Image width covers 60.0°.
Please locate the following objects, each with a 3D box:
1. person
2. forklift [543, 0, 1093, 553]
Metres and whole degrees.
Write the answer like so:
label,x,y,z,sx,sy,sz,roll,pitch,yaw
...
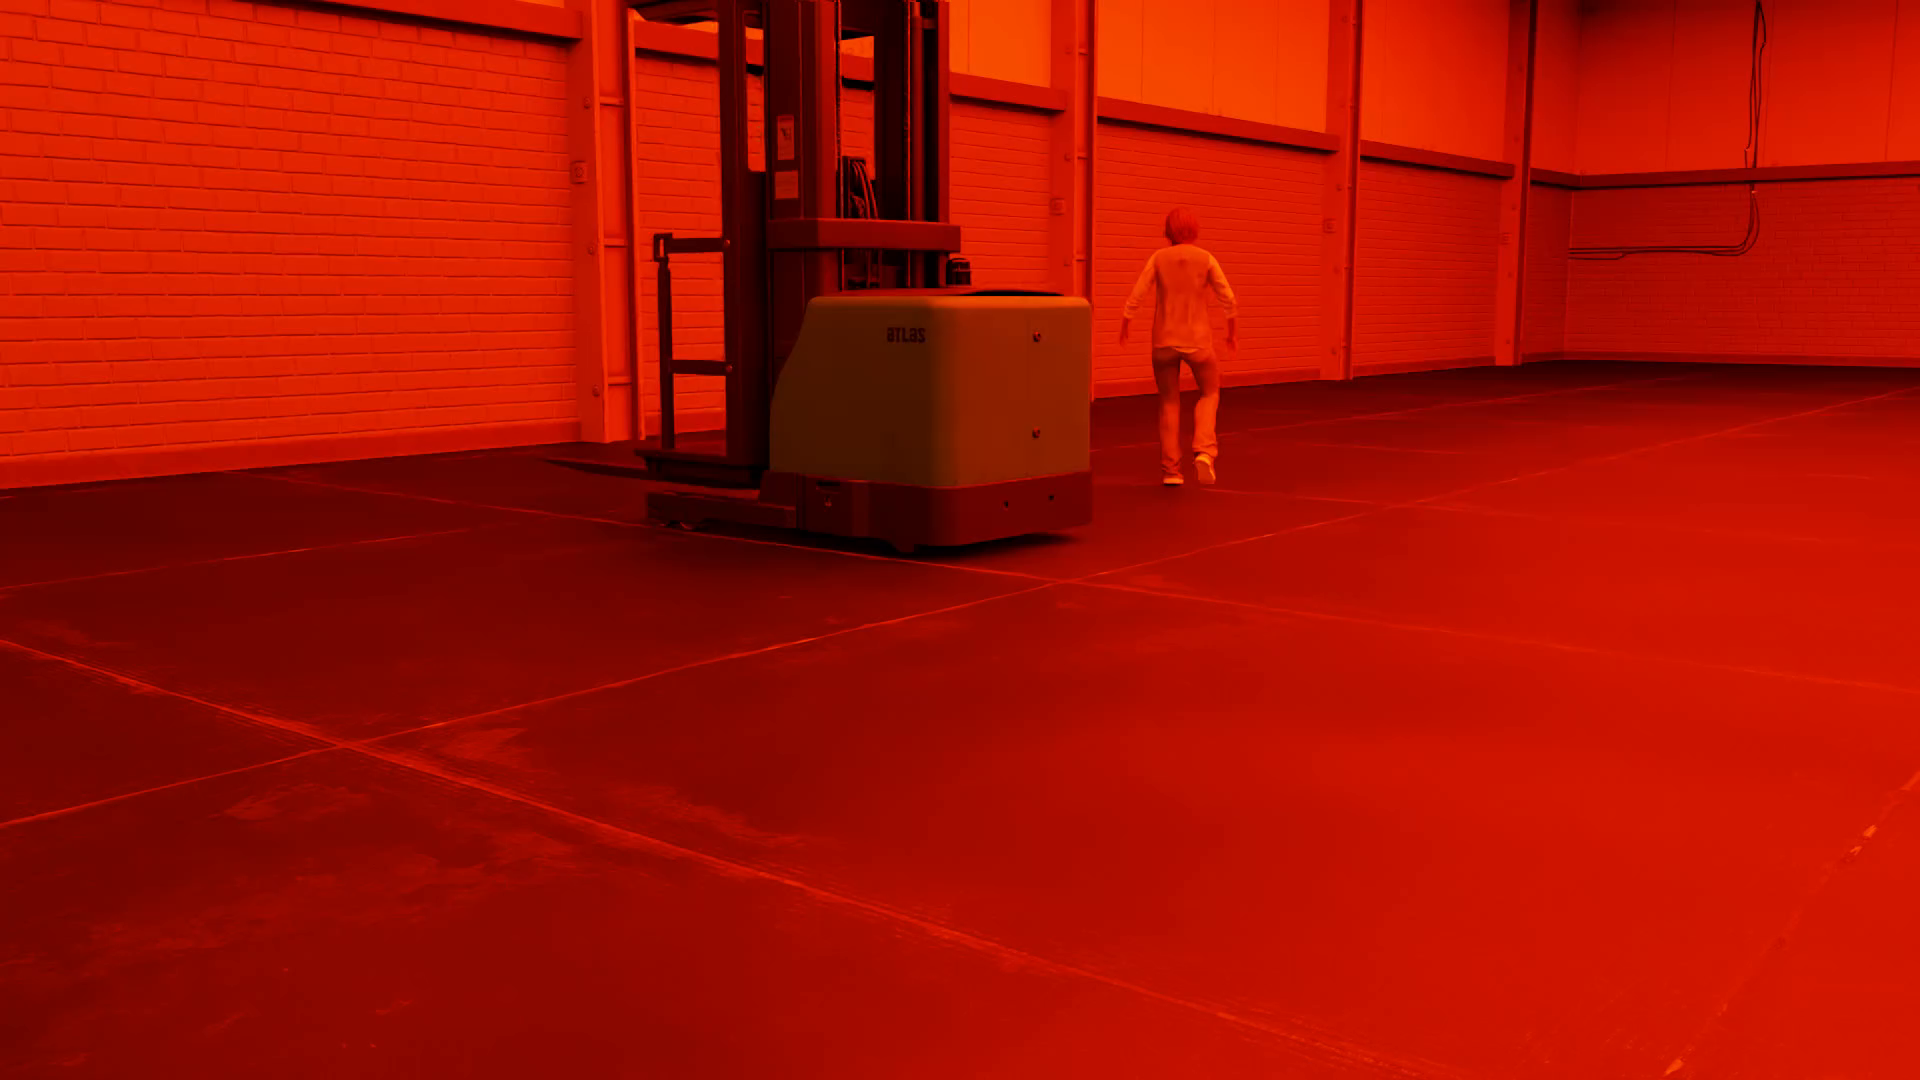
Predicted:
label,x,y,z,sx,sy,sz,roll,pitch,yaw
person,1.238,-1.097,9.511,0.686,1.580,0.420,3,9,17
forklift,-0.847,-1.548,7.863,3.031,2.935,1.130,7,11,41
